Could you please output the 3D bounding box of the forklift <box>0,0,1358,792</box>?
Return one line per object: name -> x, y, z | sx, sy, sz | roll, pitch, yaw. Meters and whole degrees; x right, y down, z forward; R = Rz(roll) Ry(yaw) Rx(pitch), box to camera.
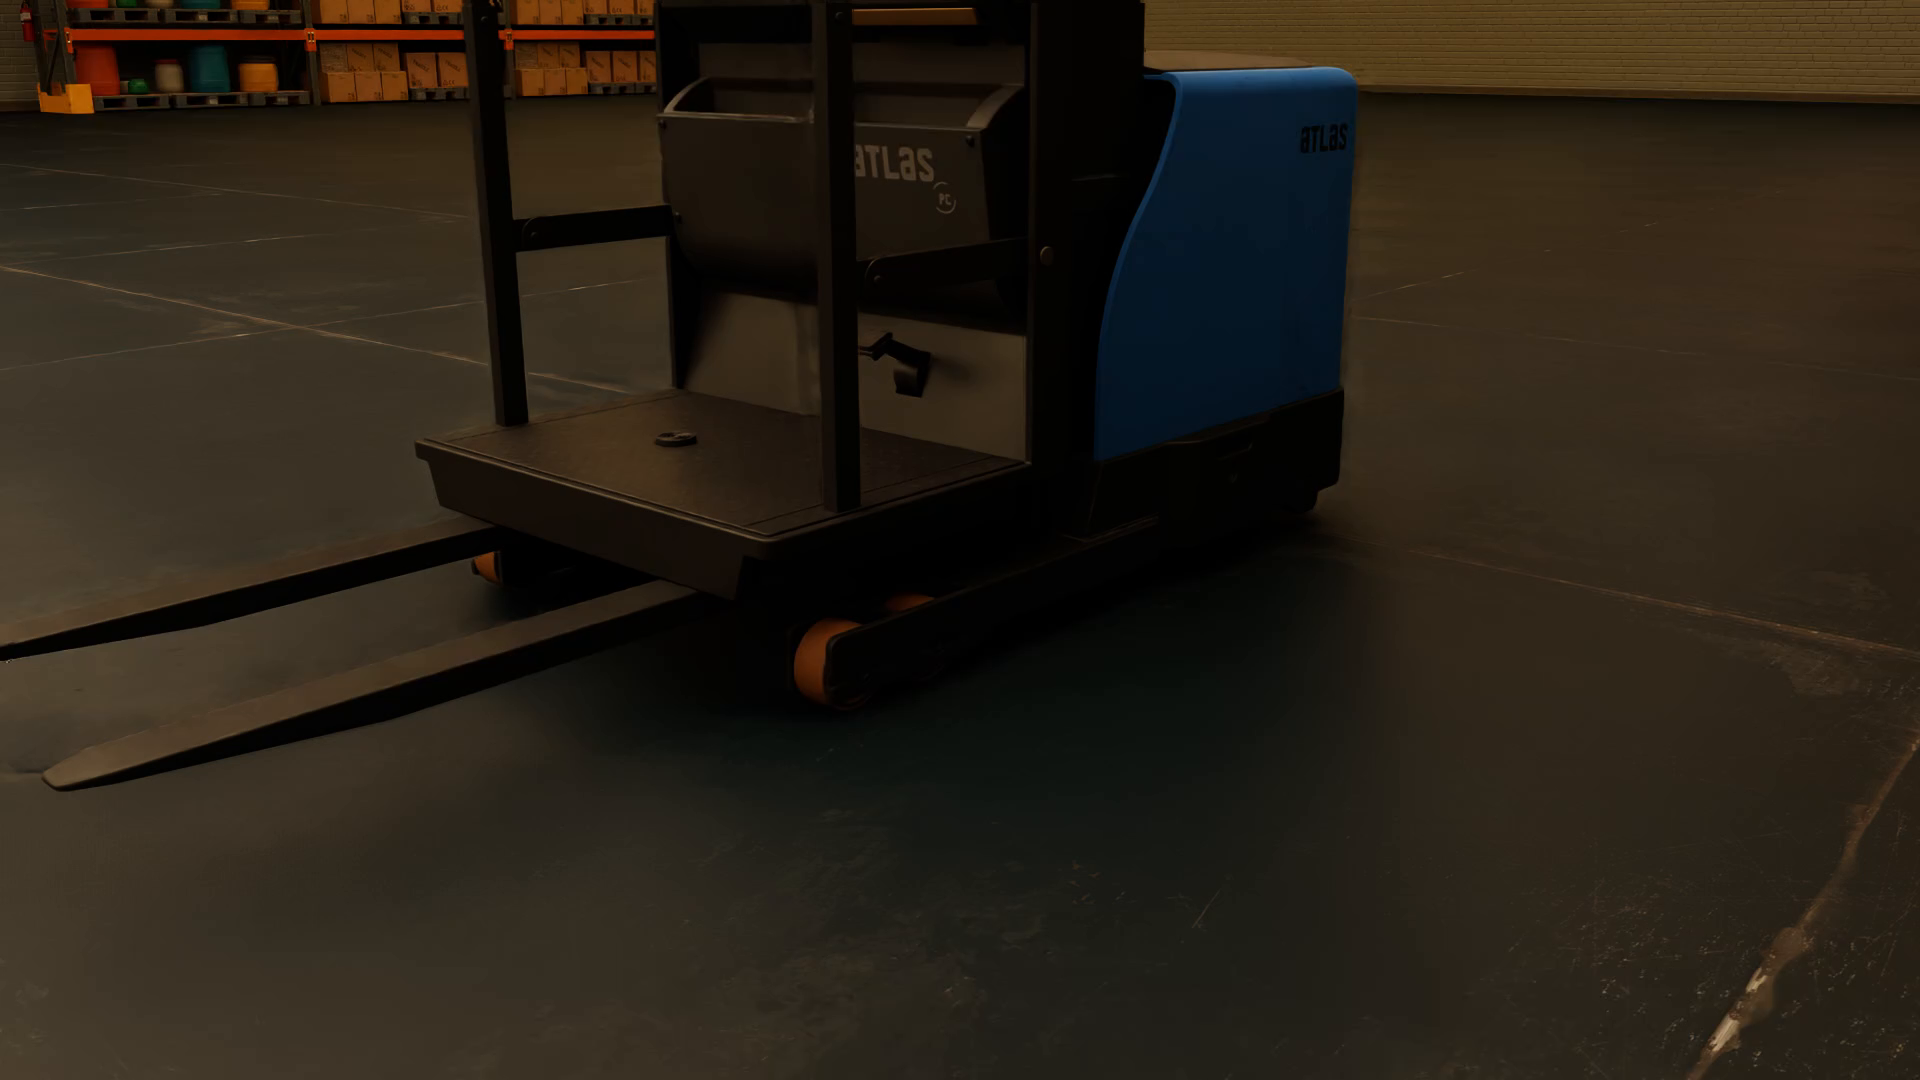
forklift -> -0.399, -1.264, 3.061 | 1.130, 2.935, 3.031 | 14, 22, 39
